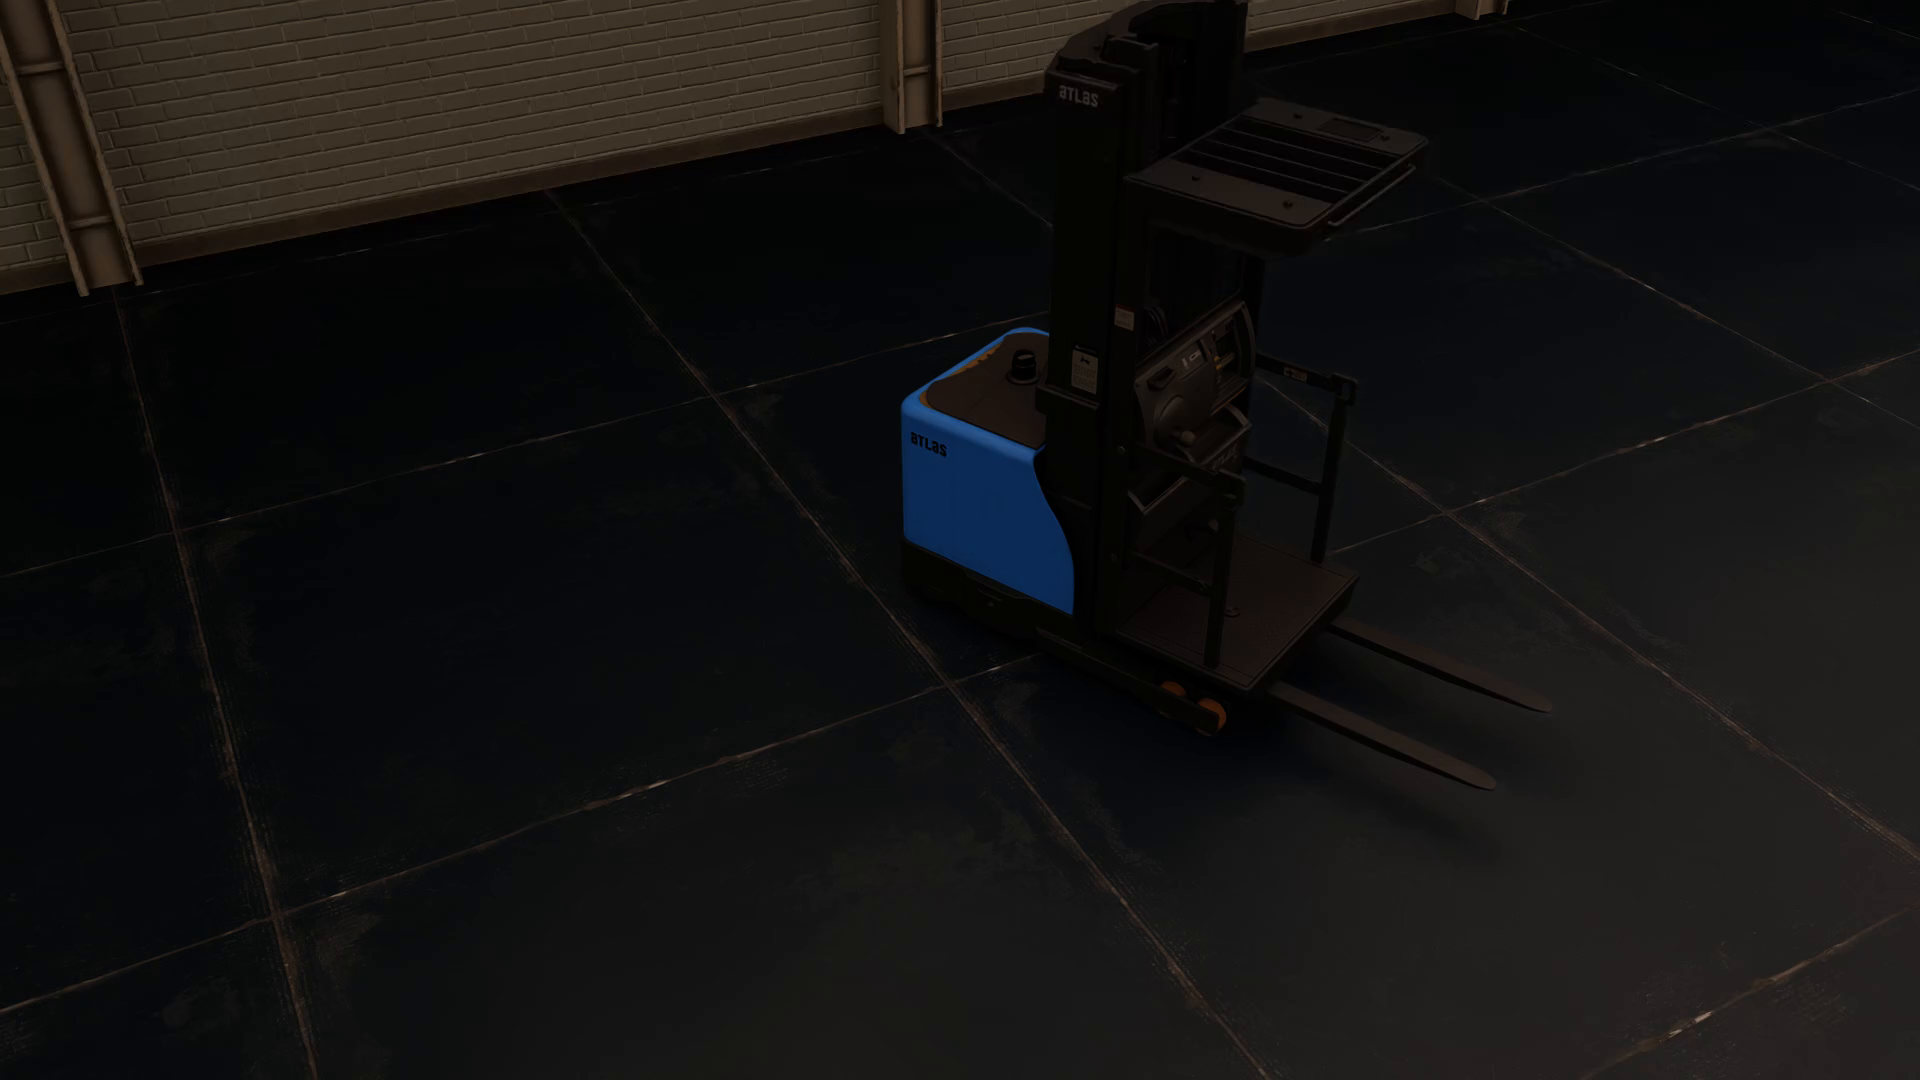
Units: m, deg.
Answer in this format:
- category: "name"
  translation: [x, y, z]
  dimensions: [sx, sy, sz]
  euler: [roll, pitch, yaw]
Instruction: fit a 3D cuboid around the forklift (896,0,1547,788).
- category: "forklift"
  translation: [1.165, -0.681, 7.086]
  dimensions: [3.031, 2.935, 1.130]
  euler: [24, 42, 30]
